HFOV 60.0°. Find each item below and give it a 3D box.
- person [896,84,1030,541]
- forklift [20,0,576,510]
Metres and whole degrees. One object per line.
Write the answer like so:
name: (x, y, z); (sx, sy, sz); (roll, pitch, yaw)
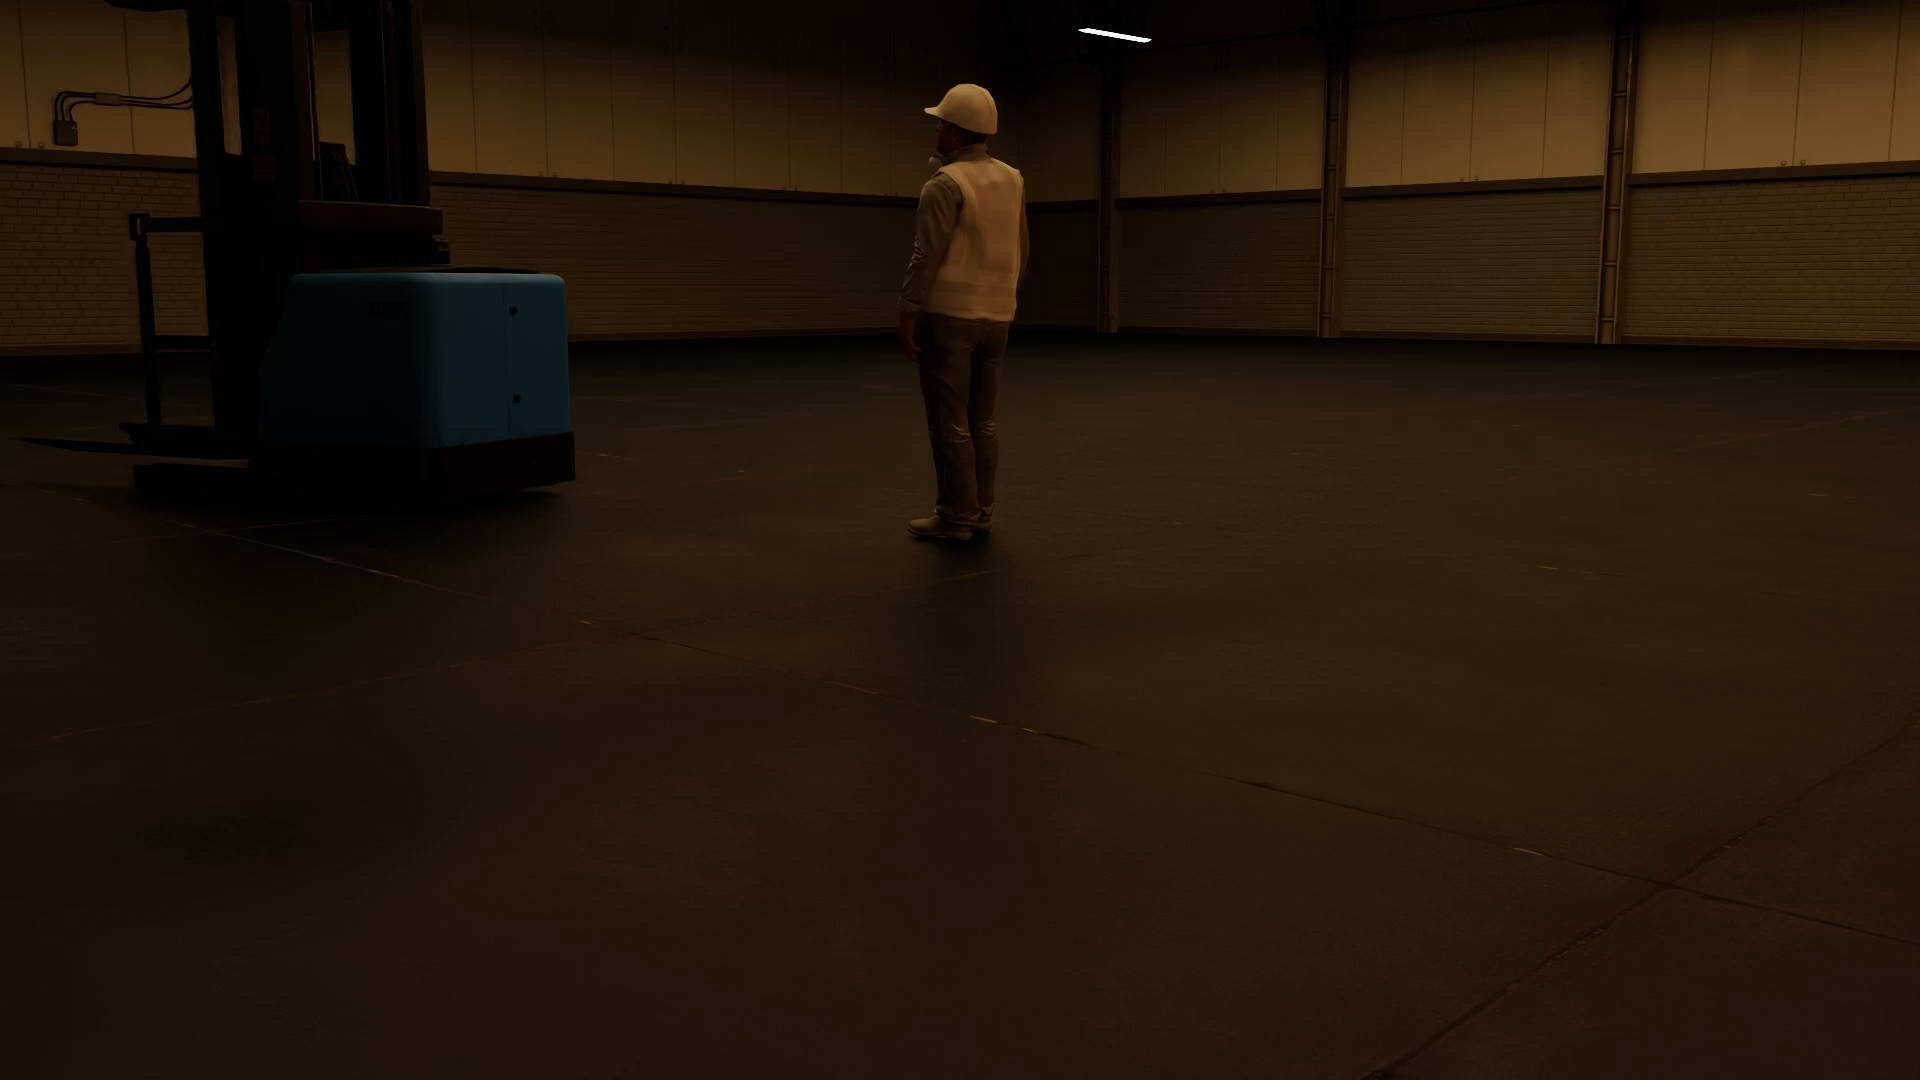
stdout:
person: (-0.040, -0.892, 6.633); (0.566, 1.775, 0.633); (8, 12, 43)
forklift: (-3.456, -1.711, 8.235); (3.031, 2.935, 1.130); (4, 9, 25)
